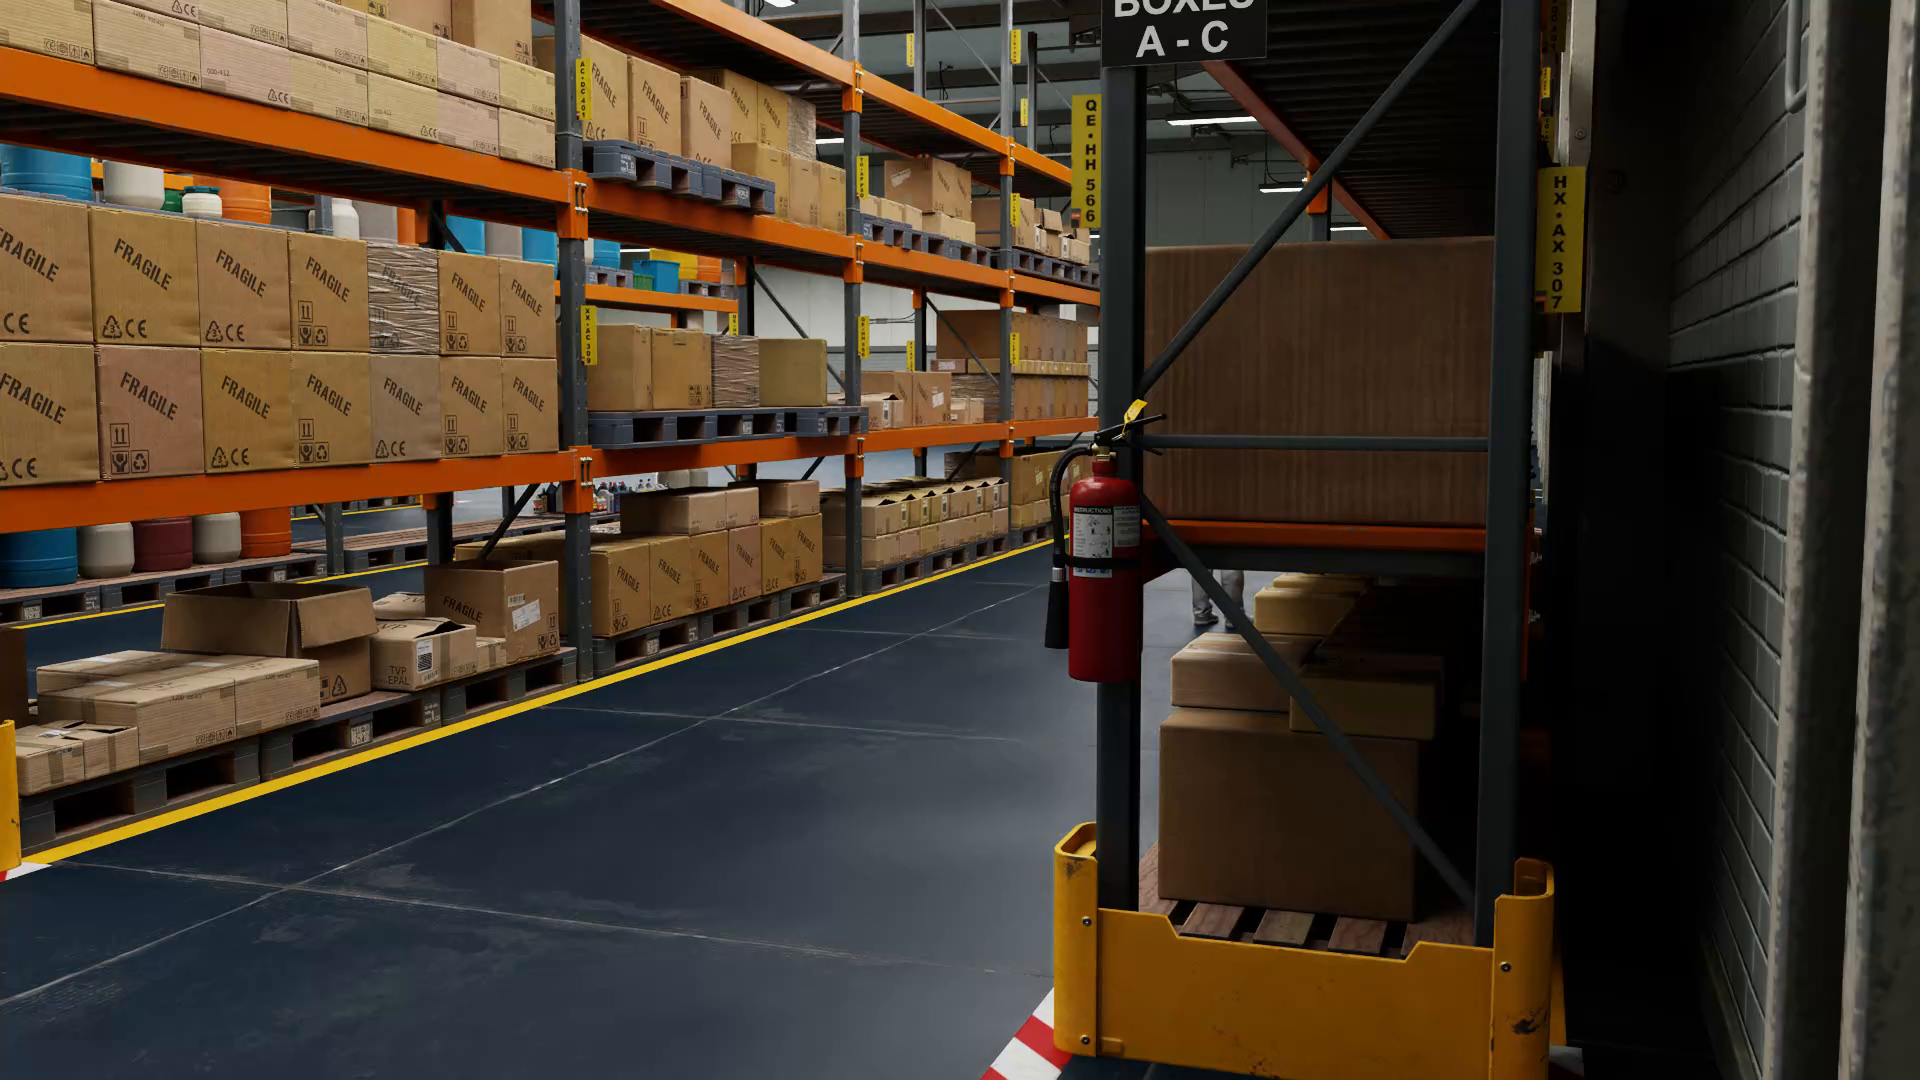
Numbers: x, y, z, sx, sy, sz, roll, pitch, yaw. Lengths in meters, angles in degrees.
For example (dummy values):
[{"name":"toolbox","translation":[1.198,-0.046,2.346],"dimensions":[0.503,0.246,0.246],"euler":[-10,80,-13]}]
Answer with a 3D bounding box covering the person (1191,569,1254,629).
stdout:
[{"name":"person","translation":[1.813,-0.288,11.526],"dimensions":[0.565,1.771,0.367],"euler":[4,7,38]}]
